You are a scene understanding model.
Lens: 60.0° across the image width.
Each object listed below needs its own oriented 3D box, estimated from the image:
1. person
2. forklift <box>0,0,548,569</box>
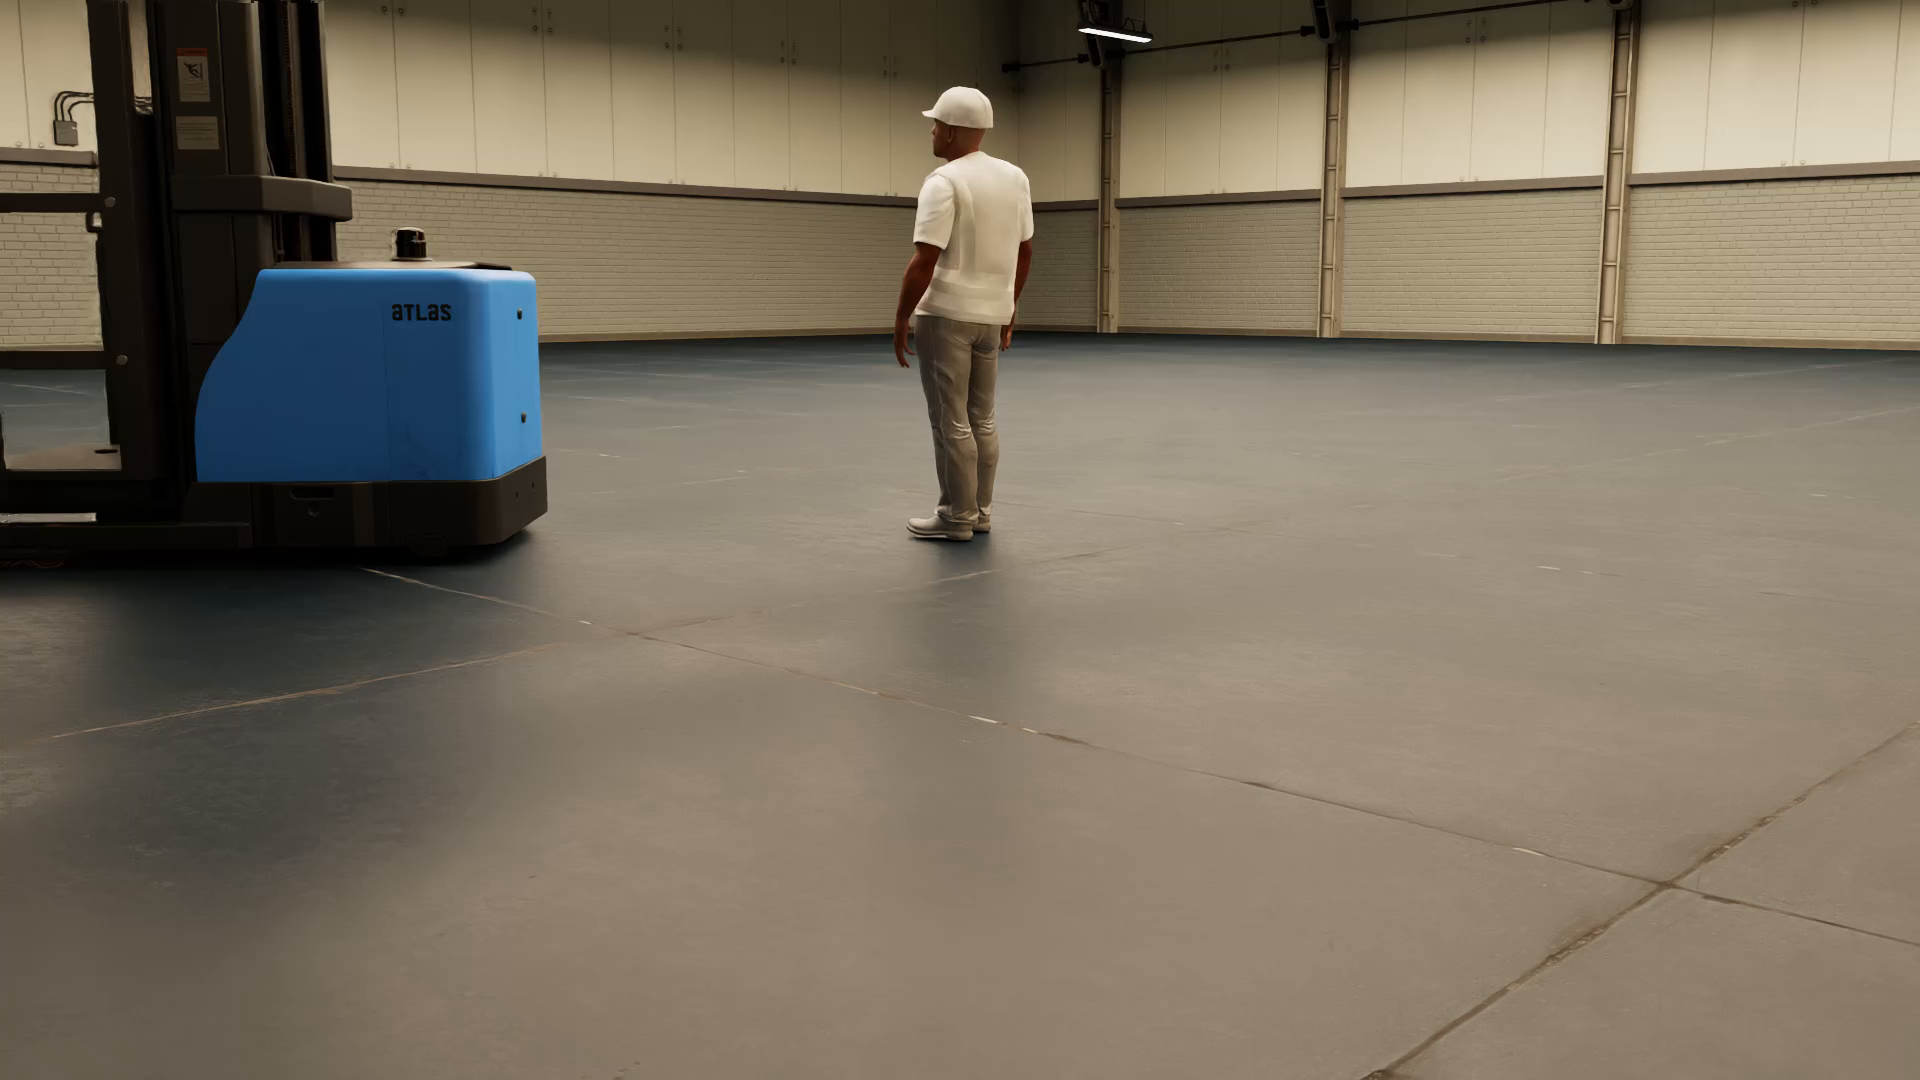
[{"bbox_3d":[-0.045,-0.888,6.637,0.577,1.765,0.665,8,12,43],"label":"person"},{"bbox_3d":[-3.236,-1.424,6.328,3.031,2.935,1.130,0,9,-3],"label":"forklift"}]
